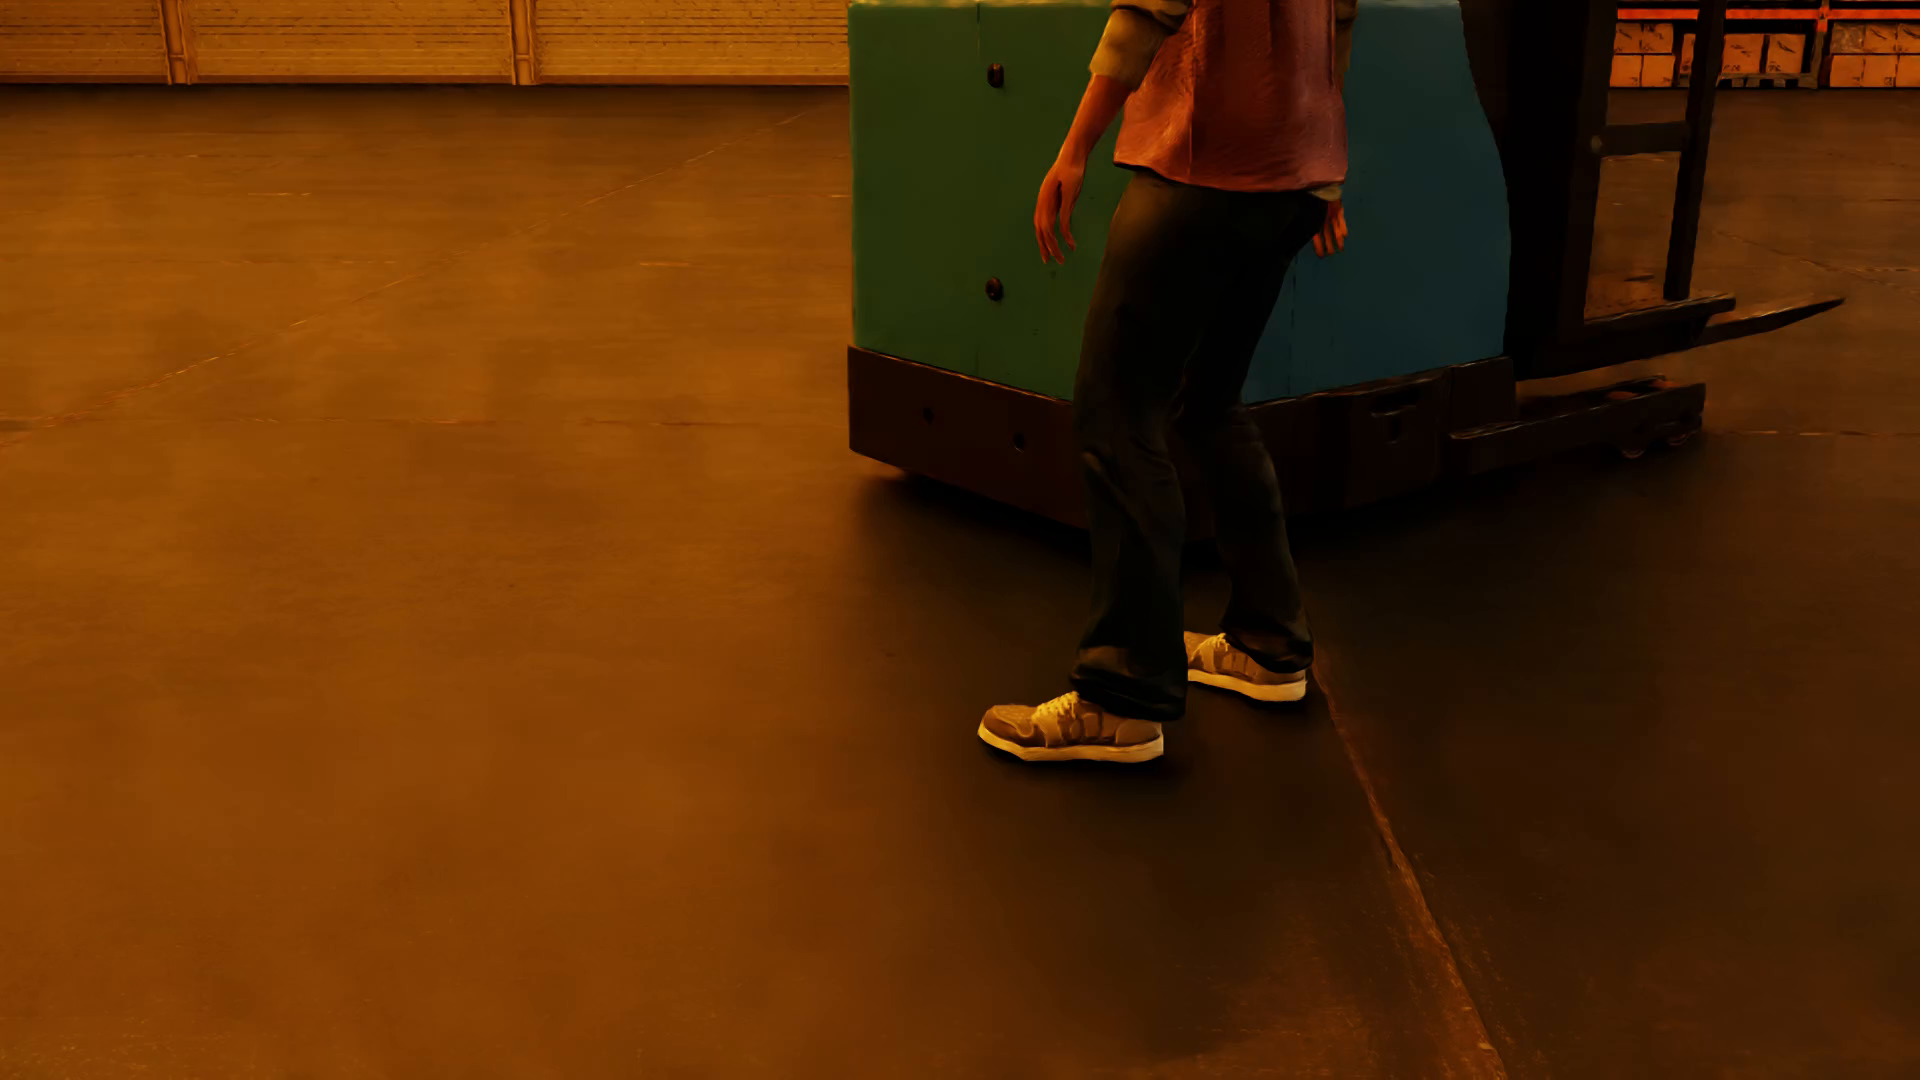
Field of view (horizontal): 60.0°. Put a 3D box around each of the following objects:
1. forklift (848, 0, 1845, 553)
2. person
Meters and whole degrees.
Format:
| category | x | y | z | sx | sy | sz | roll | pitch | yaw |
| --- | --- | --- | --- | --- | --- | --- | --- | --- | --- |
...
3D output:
| category | x | y | z | sx | sy | sz | roll | pitch | yaw |
| --- | --- | --- | --- | --- | --- | --- | --- | --- | --- |
| forklift | 1.221 | -1.704 | 3.917 | 3.031 | 2.935 | 1.130 | -13 | 21 | -36 |
| person | 0.345 | -0.495 | 2.329 | 0.347 | 1.570 | 0.664 | 12 | 21 | 33 |
